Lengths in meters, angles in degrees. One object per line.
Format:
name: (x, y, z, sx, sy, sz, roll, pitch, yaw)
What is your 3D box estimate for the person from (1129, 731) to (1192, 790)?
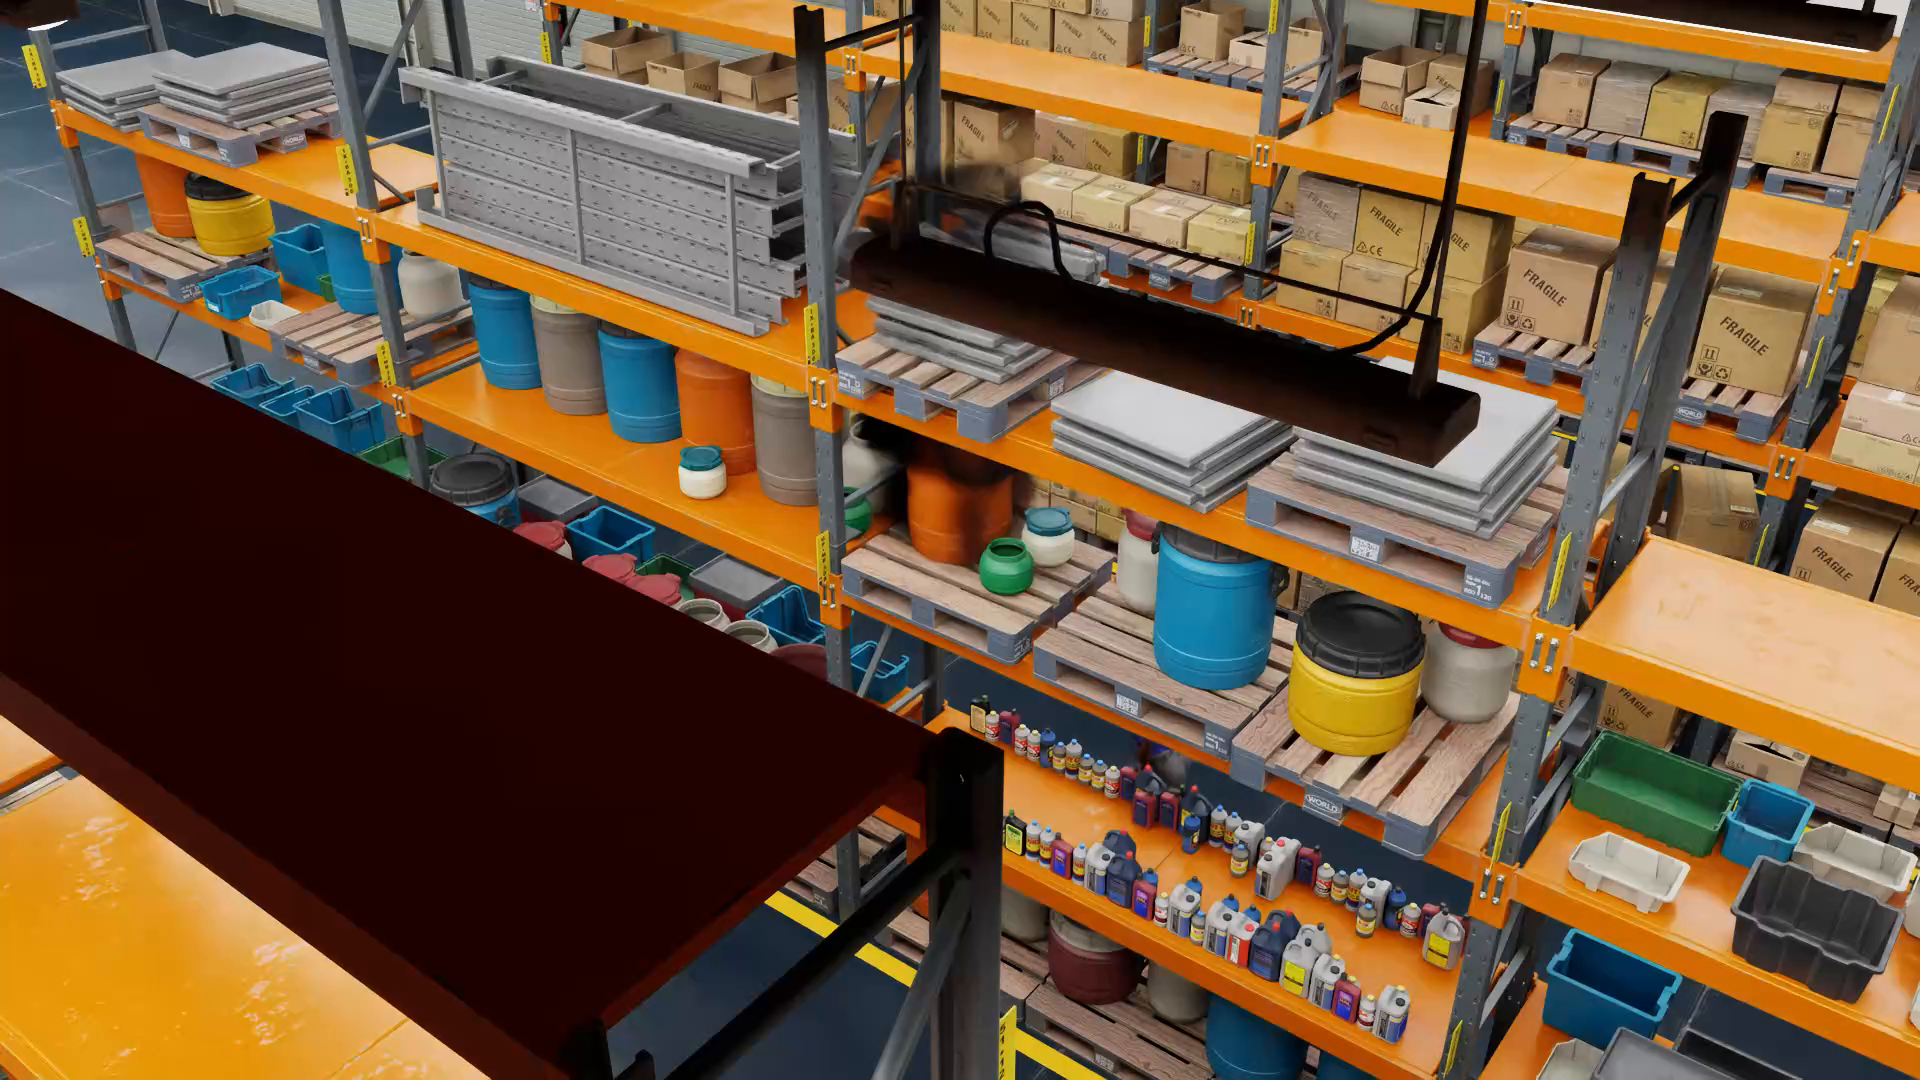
person: (1.400, 1.565, 11.278, 0.836, 1.502, 0.604, 13, 34, 21)
